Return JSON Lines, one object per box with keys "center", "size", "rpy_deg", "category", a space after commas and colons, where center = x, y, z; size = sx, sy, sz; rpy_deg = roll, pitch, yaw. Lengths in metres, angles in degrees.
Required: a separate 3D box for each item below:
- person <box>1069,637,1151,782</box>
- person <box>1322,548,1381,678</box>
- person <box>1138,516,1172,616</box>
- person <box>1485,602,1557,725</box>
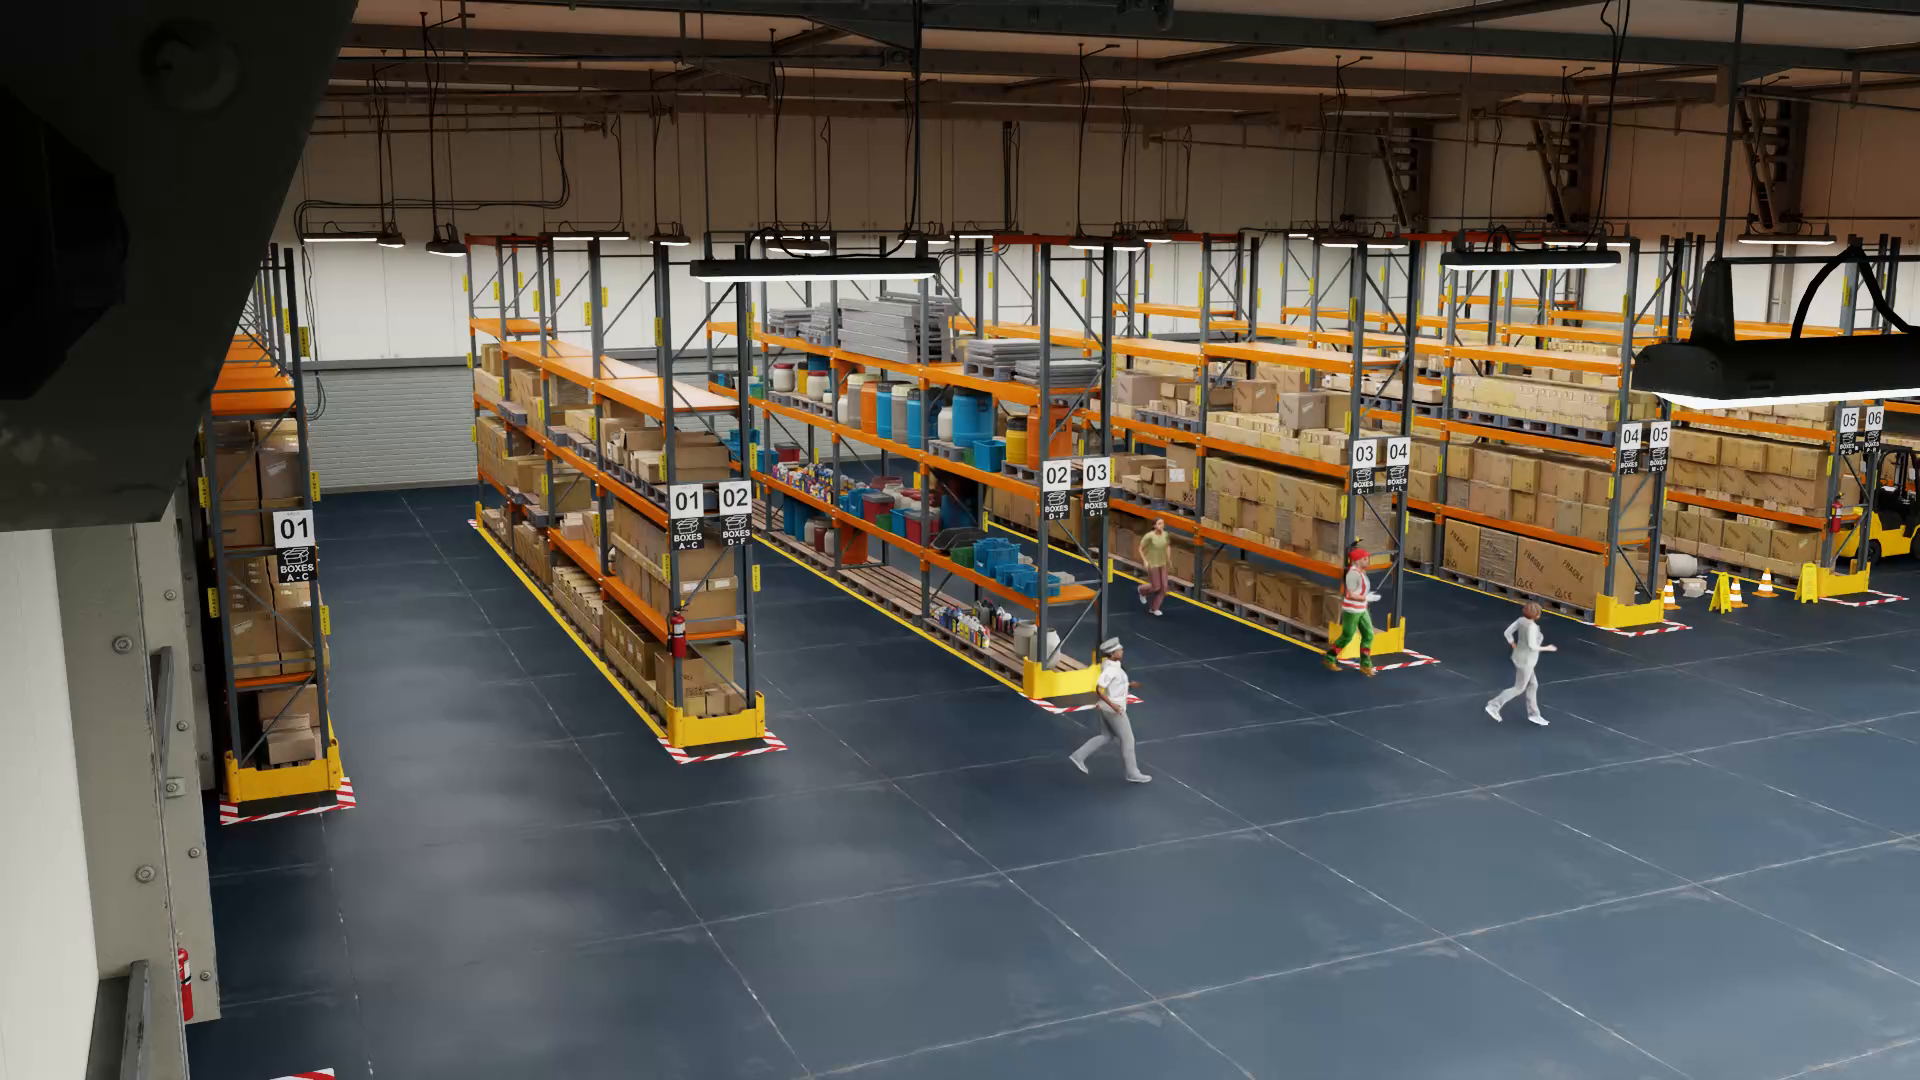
{"center": [1.723, 1.912, 18.762], "size": [0.904, 1.671, 0.581], "rpy_deg": [-1, 11, -3], "category": "person"}
{"center": [5.495, 1.020, 23.202], "size": [0.788, 1.855, 0.682], "rpy_deg": [7, 13, 31], "category": "person"}
{"center": [3.140, 0.397, 26.872], "size": [0.571, 1.618, 0.584], "rpy_deg": [-5, 12, -25], "category": "person"}
{"center": [7.035, 1.561, 20.883], "size": [0.855, 1.605, 0.516], "rpy_deg": [0, 11, 0], "category": "person"}
